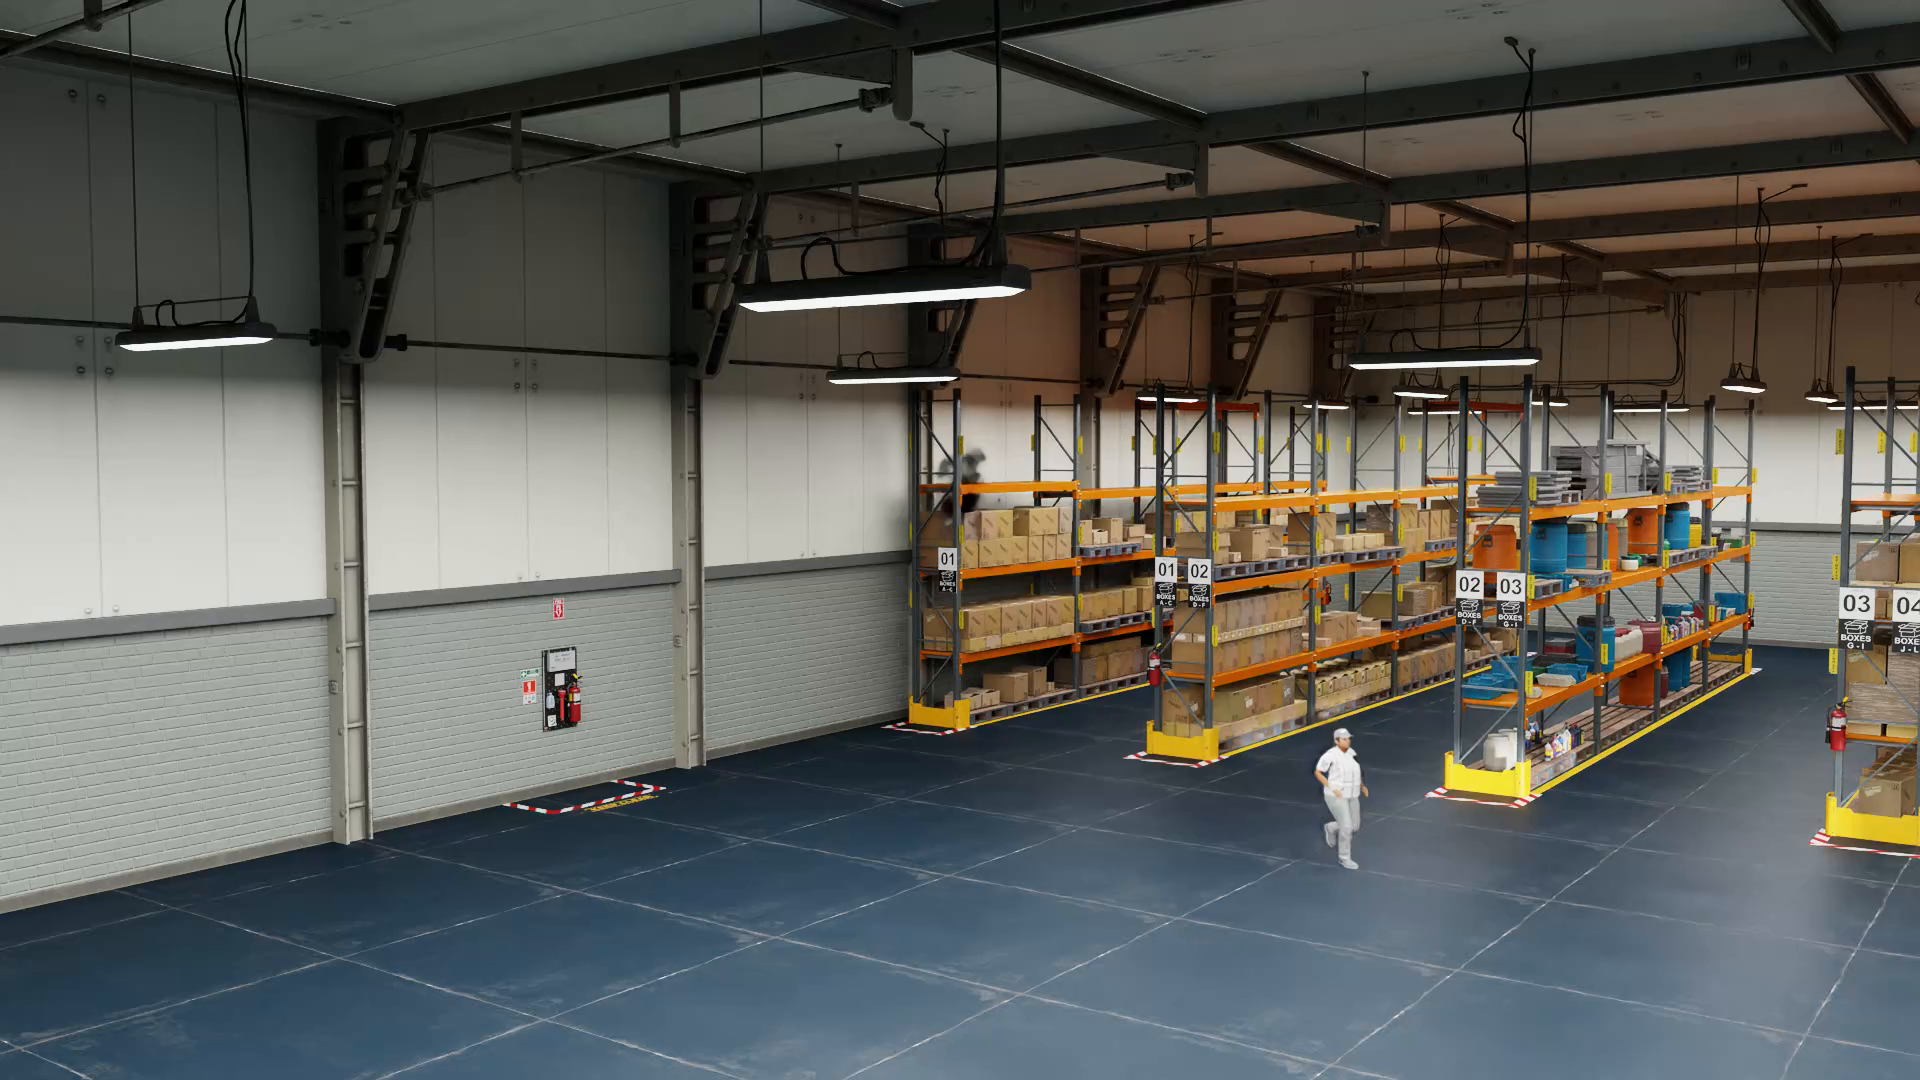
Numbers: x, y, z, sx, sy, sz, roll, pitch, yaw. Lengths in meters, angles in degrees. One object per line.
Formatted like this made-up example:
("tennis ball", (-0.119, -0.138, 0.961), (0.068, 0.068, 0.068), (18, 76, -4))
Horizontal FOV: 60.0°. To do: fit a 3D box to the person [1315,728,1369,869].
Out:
("person", (4.550, 3.057, 19.902), (0.608, 1.621, 0.628), (-2, 4, -29))
